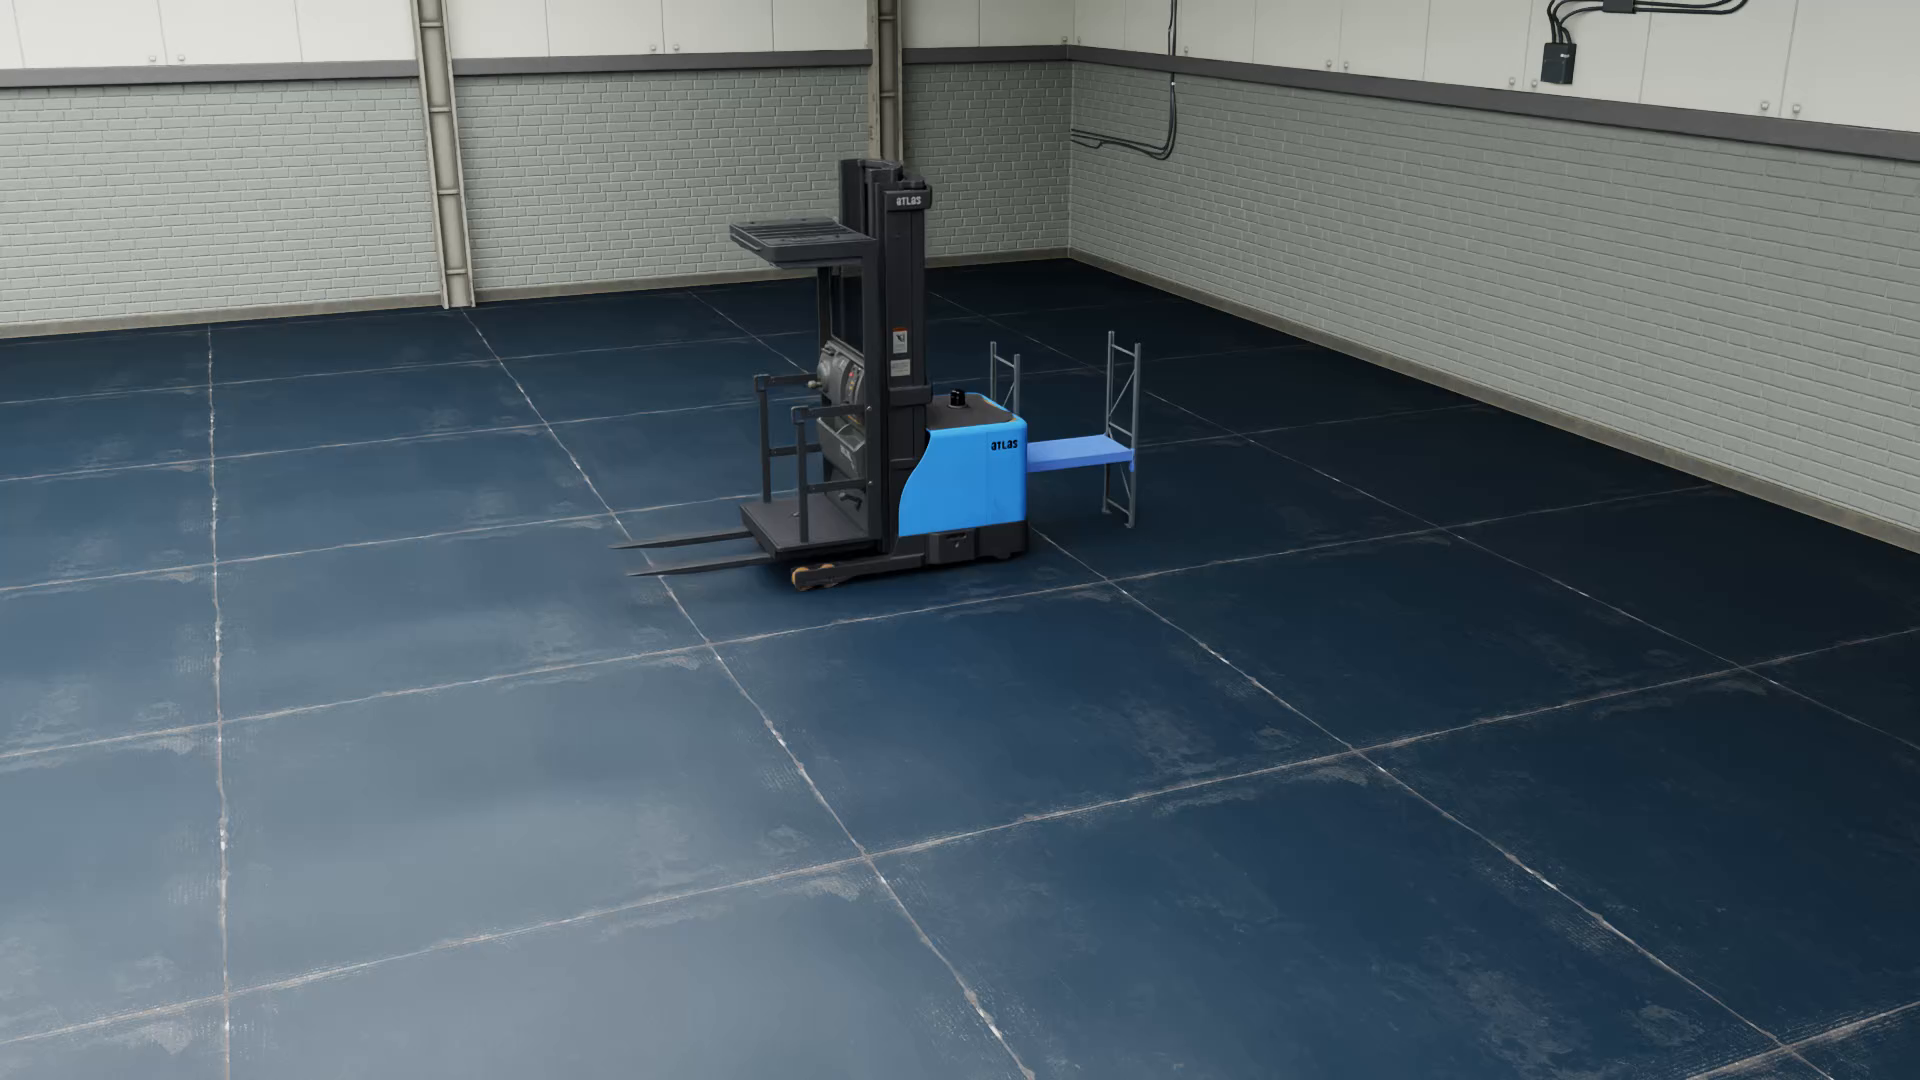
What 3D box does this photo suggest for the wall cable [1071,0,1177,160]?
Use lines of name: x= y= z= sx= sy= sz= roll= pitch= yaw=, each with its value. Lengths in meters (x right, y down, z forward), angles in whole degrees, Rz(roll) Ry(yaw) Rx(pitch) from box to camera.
wall cable: x=2.191 y=-6.615 z=22.937 sx=0.112 sy=2.526 sz=3.097 roll=-8 pitch=21 yaw=-22

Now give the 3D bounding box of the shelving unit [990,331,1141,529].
shelving unit: x=0.815 y=-0.815 z=13.078 sx=1.048 sy=1.500 sz=0.538 roll=-8 pitch=21 yaw=-20

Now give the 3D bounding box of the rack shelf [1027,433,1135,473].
rack shelf: x=0.815 y=-0.645 z=13.138 sx=1.000 sy=0.185 sz=0.538 roll=-8 pitch=21 yaw=-20

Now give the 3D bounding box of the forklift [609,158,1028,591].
forklift: x=-1.052 y=-1.216 z=12.062 sx=3.031 sy=2.935 sz=1.130 roll=-8 pitch=21 yaw=-20

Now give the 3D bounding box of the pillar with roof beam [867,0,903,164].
pillar with roof beam: x=0.667 y=-6.783 z=18.737 sx=0.400 sy=9.000 sz=9.100 roll=-8 pitch=21 yaw=-22

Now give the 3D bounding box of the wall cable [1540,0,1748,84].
wall cable: x=5.937 y=-6.787 z=13.628 sx=0.169 sy=6.003 sz=2.305 roll=-8 pitch=21 yaw=-22

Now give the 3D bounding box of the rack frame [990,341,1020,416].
rack frame: x=0.343 y=-0.752 z=12.900 sx=0.032 sy=1.500 sz=0.500 roll=-8 pitch=21 yaw=-20

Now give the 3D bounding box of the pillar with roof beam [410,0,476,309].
pillar with roof beam: x=-4.842 y=-5.994 z=16.495 sx=0.400 sy=9.000 sz=9.100 roll=-8 pitch=21 yaw=-22

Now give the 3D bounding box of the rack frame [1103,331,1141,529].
rack frame: x=1.287 y=-0.877 z=13.256 sx=0.032 sy=1.500 sz=0.500 roll=-8 pitch=21 yaw=-20
